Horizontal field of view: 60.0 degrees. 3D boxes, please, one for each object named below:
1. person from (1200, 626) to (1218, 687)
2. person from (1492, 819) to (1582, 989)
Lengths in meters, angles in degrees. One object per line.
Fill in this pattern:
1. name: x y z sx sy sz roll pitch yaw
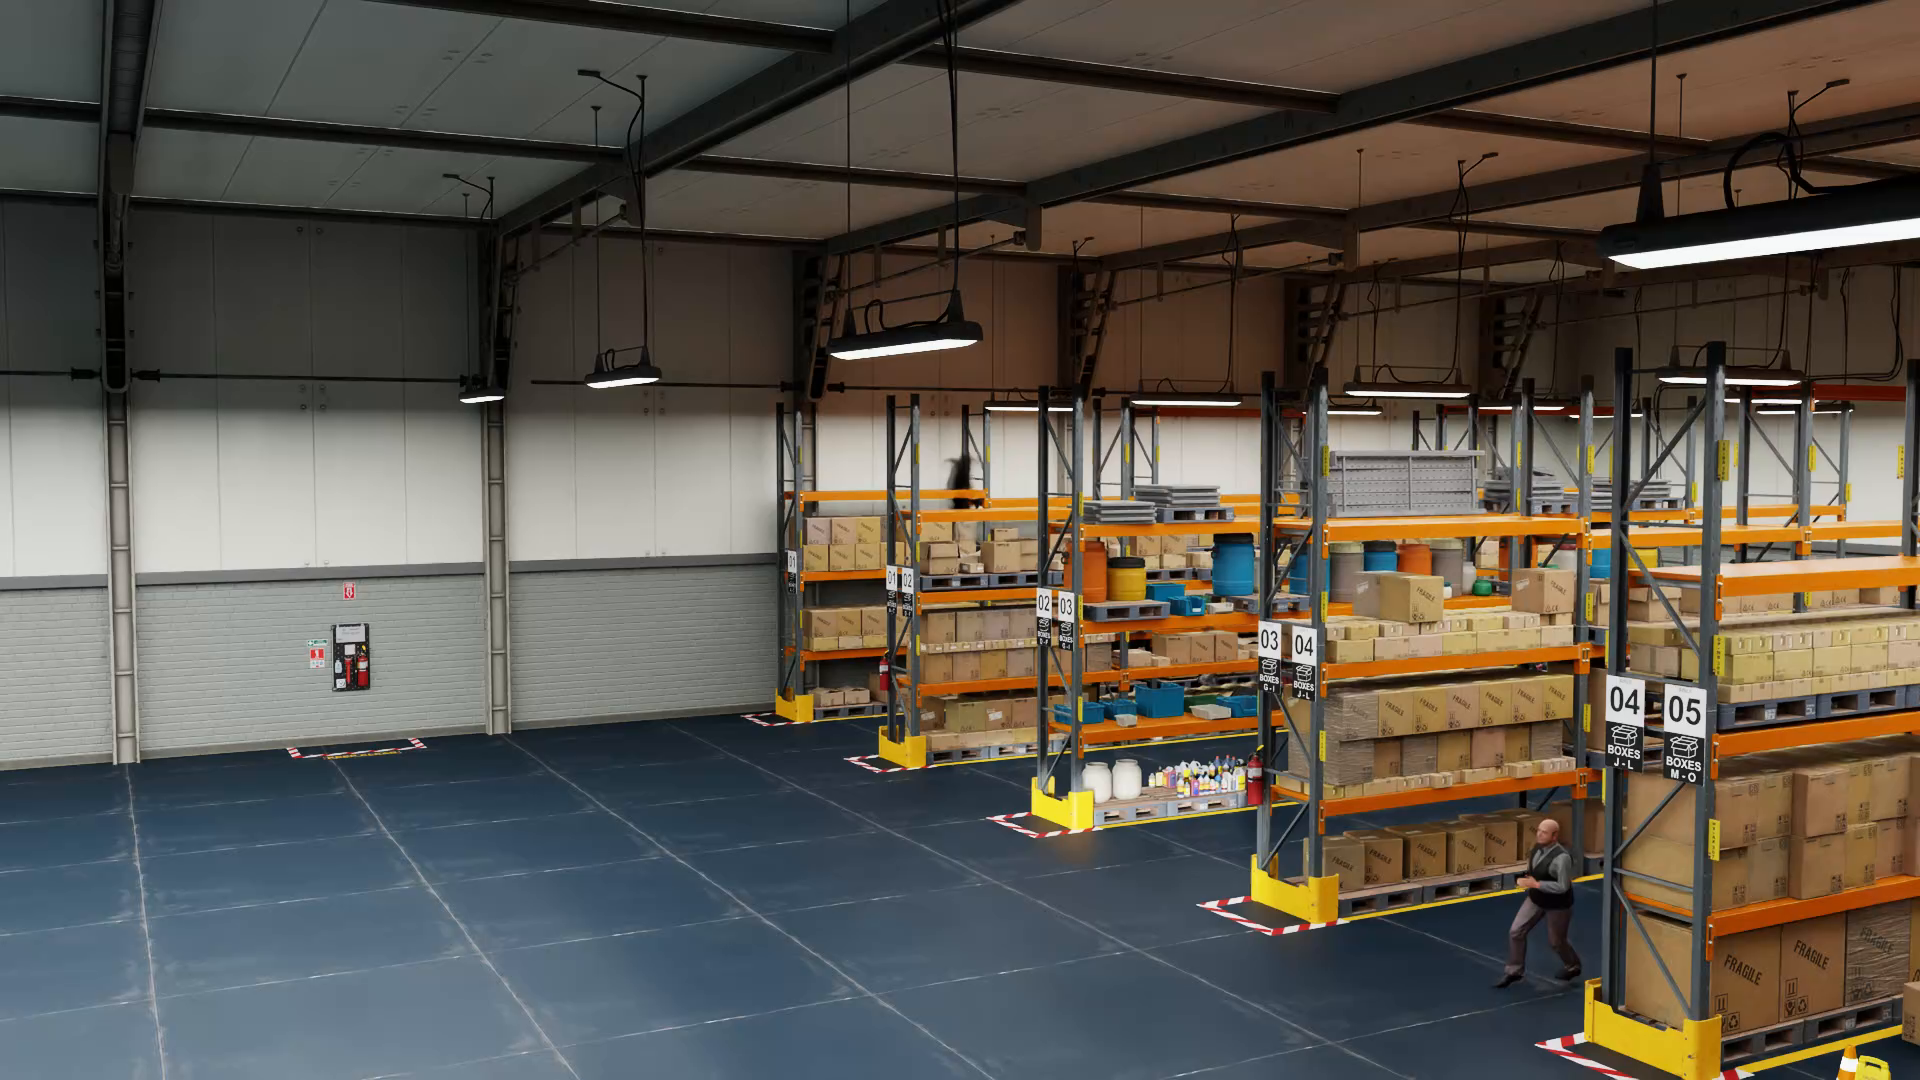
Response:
1. person: 4.867 2.437 32.553 0.793 1.784 0.664 -2 4 -27
2. person: 5.578 3.438 15.689 0.892 1.698 0.726 -1 4 -24
